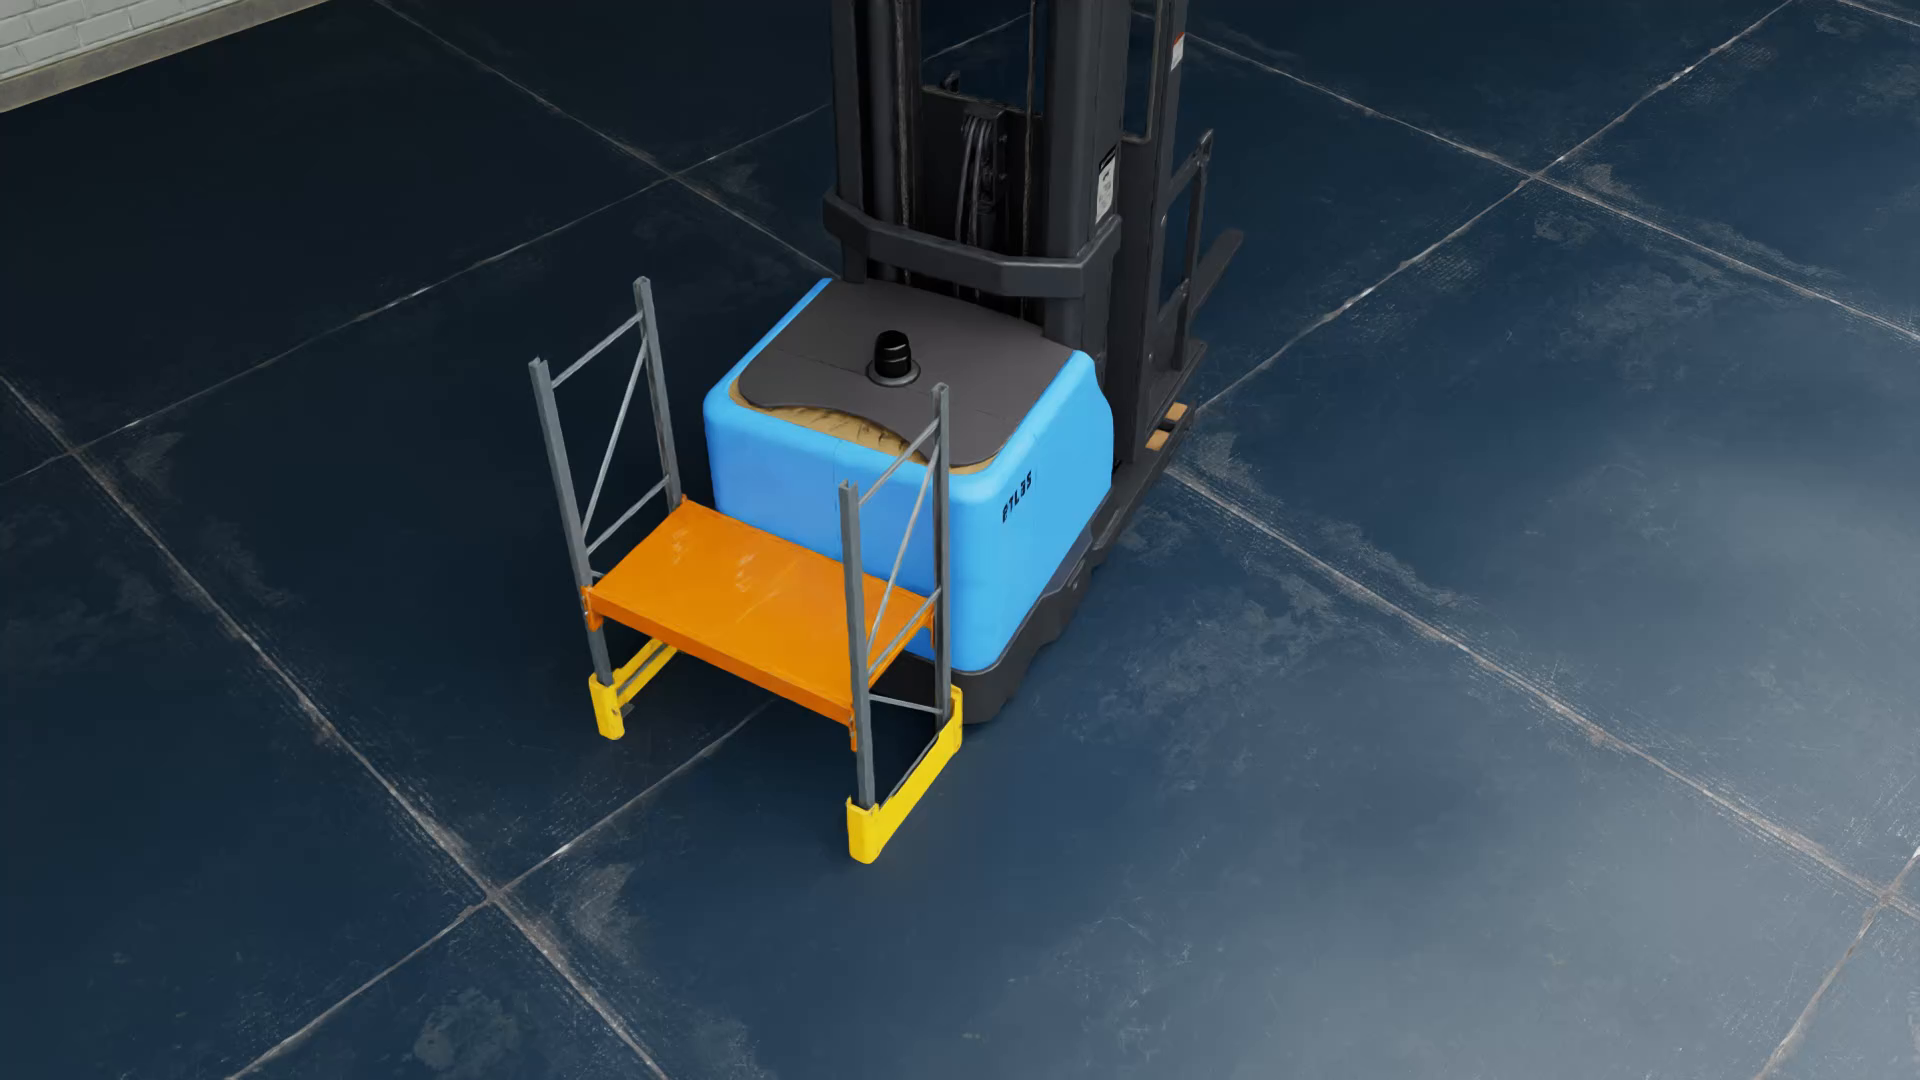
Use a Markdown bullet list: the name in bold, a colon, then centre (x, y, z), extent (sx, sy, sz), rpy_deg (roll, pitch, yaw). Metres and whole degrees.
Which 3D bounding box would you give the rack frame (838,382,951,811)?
- **rack frame**: centre (-0.168, 0.275, 4.848), extent (0.032, 1.500, 0.500), rpy_deg (22, 47, 22)

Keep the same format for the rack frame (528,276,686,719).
- **rack frame**: centre (-1.047, -0.072, 5.223), extent (0.032, 1.500, 0.500), rpy_deg (22, 47, 22)

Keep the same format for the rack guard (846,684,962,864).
- **rack guard**: centre (-0.169, 0.733, 5.272), extent (0.087, 0.250, 0.587), rpy_deg (22, 47, 22)

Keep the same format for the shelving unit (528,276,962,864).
- **shelving unit**: centre (-0.600, 0.104, 5.032), extent (1.083, 1.500, 0.587), rpy_deg (22, 47, 22)

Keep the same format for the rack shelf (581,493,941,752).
- **rack shelf**: centre (-0.607, 0.233, 5.157), extent (1.000, 0.185, 0.538), rpy_deg (22, 47, 22)

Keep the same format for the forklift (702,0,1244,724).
- **forklift**: centre (0.289, -1.470, 5.681), extent (1.130, 2.935, 3.031), rpy_deg (19, 46, 19)

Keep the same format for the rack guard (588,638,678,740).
- **rack guard**: centre (-1.030, 0.393, 5.640), extent (0.087, 0.250, 0.587), rpy_deg (22, 47, 22)
